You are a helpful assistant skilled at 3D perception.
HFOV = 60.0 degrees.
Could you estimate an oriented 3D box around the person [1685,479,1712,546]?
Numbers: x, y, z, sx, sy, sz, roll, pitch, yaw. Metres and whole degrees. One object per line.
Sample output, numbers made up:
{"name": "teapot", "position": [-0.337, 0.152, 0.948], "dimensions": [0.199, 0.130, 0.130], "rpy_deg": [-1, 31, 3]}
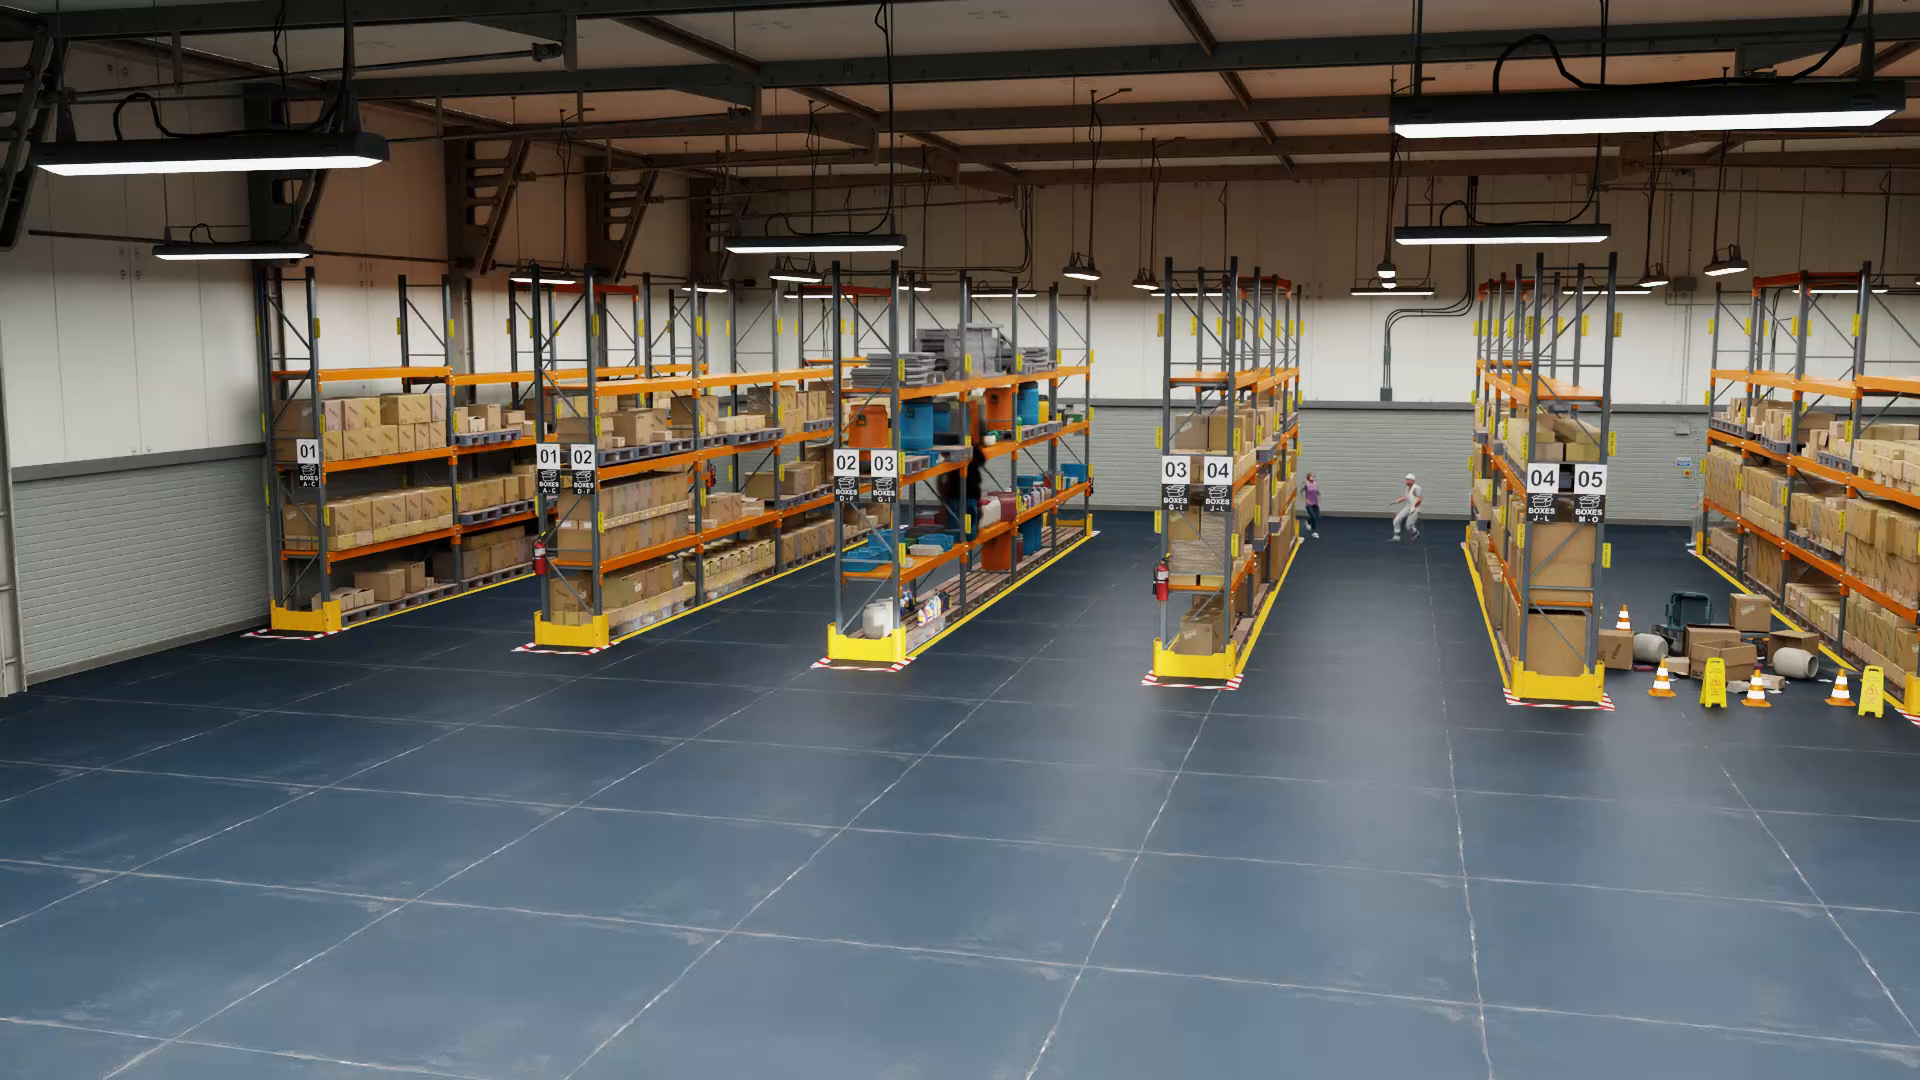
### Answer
{"name": "person", "position": [17.073, -0.637, 38.131], "dimensions": [0.779, 1.656, 0.602], "rpy_deg": [5, 9, 33]}

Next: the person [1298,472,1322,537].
{"name": "person", "position": [8.445, -0.861, 40.243], "dimensions": [0.556, 1.567, 0.637], "rpy_deg": [-3, 8, -19]}

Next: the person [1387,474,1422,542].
{"name": "person", "position": [10.458, -0.735, 38.804], "dimensions": [0.642, 1.635, 0.844], "rpy_deg": [-3, 8, -24]}
